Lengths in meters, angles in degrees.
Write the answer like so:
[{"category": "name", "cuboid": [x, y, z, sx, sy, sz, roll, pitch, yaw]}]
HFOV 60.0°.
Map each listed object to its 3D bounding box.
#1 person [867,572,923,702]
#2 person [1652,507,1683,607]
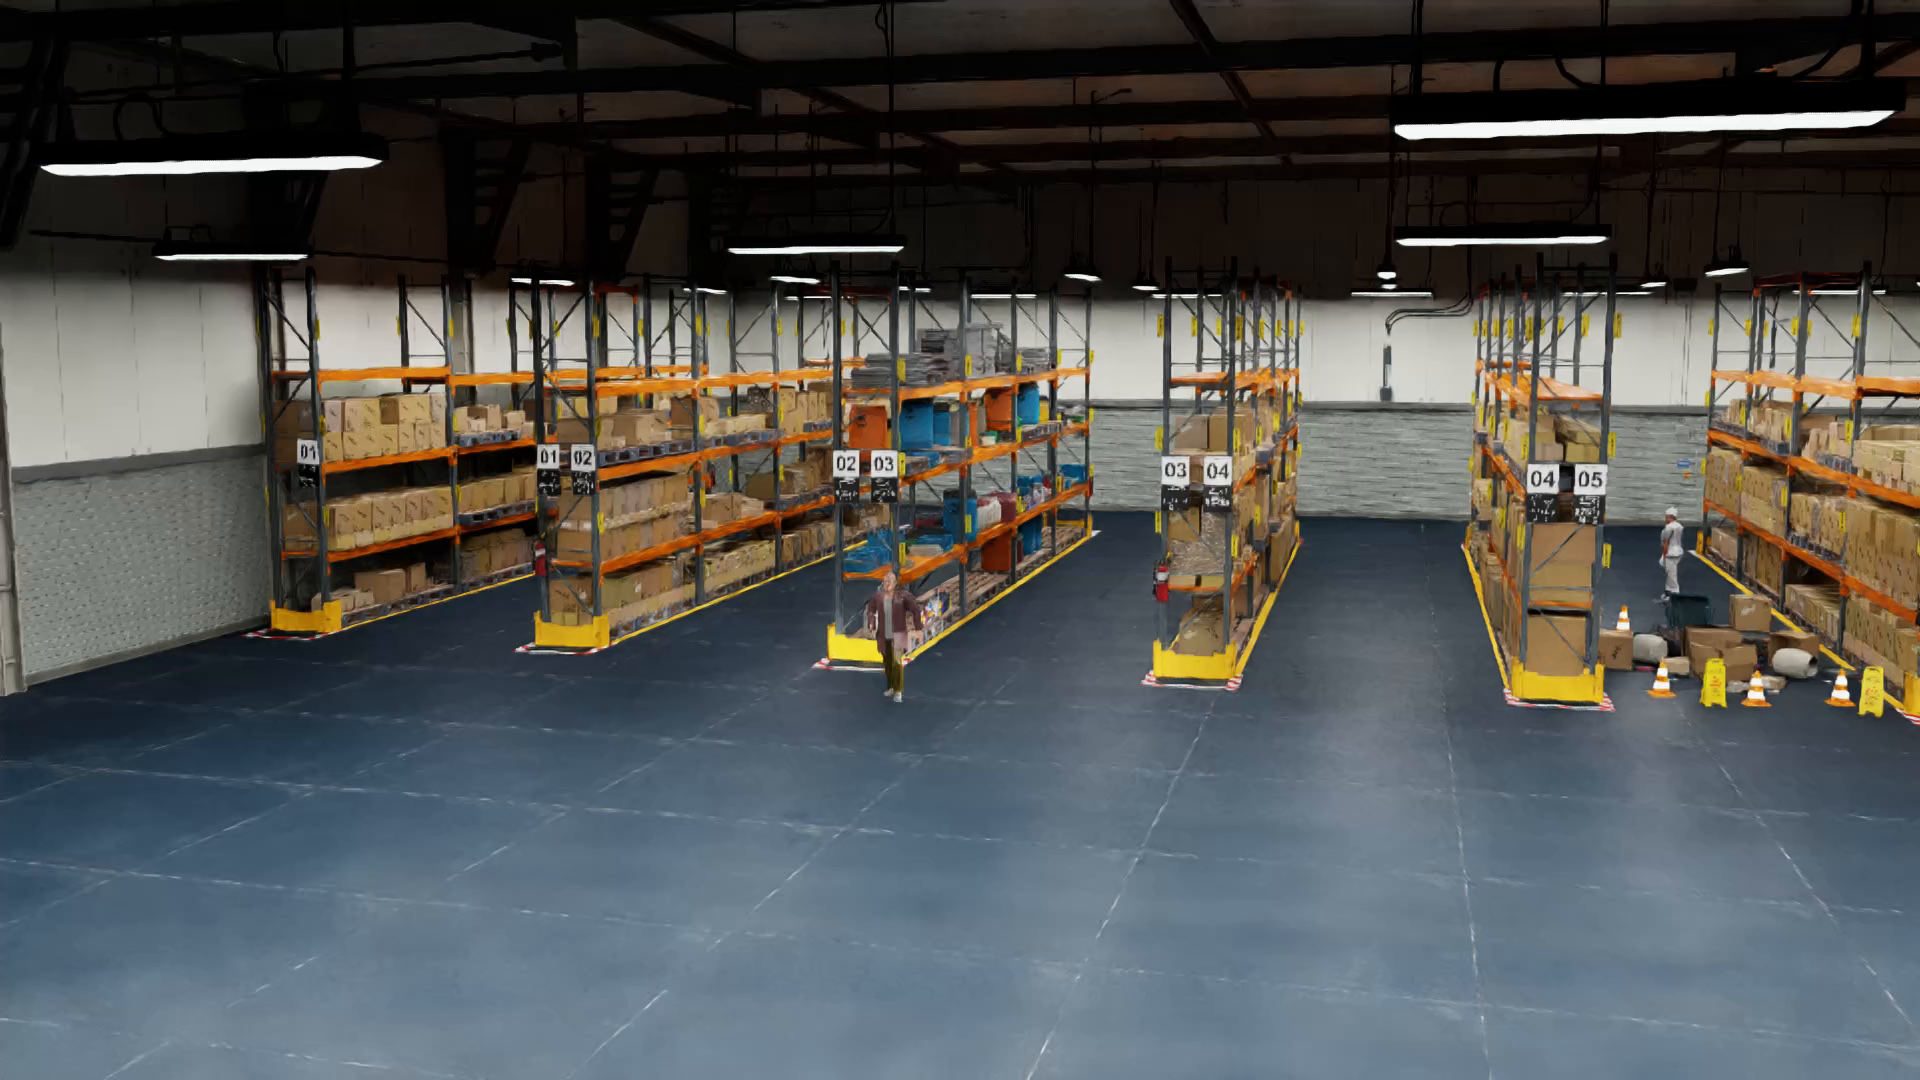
[{"category": "person", "cuboid": [-0.909, 1.289, 22.557, 0.748, 1.741, 0.741, 2, 8, 19]}, {"category": "person", "cuboid": [12.796, 0.296, 30.036, 0.577, 1.785, 0.655, 6, 10, 42]}]
